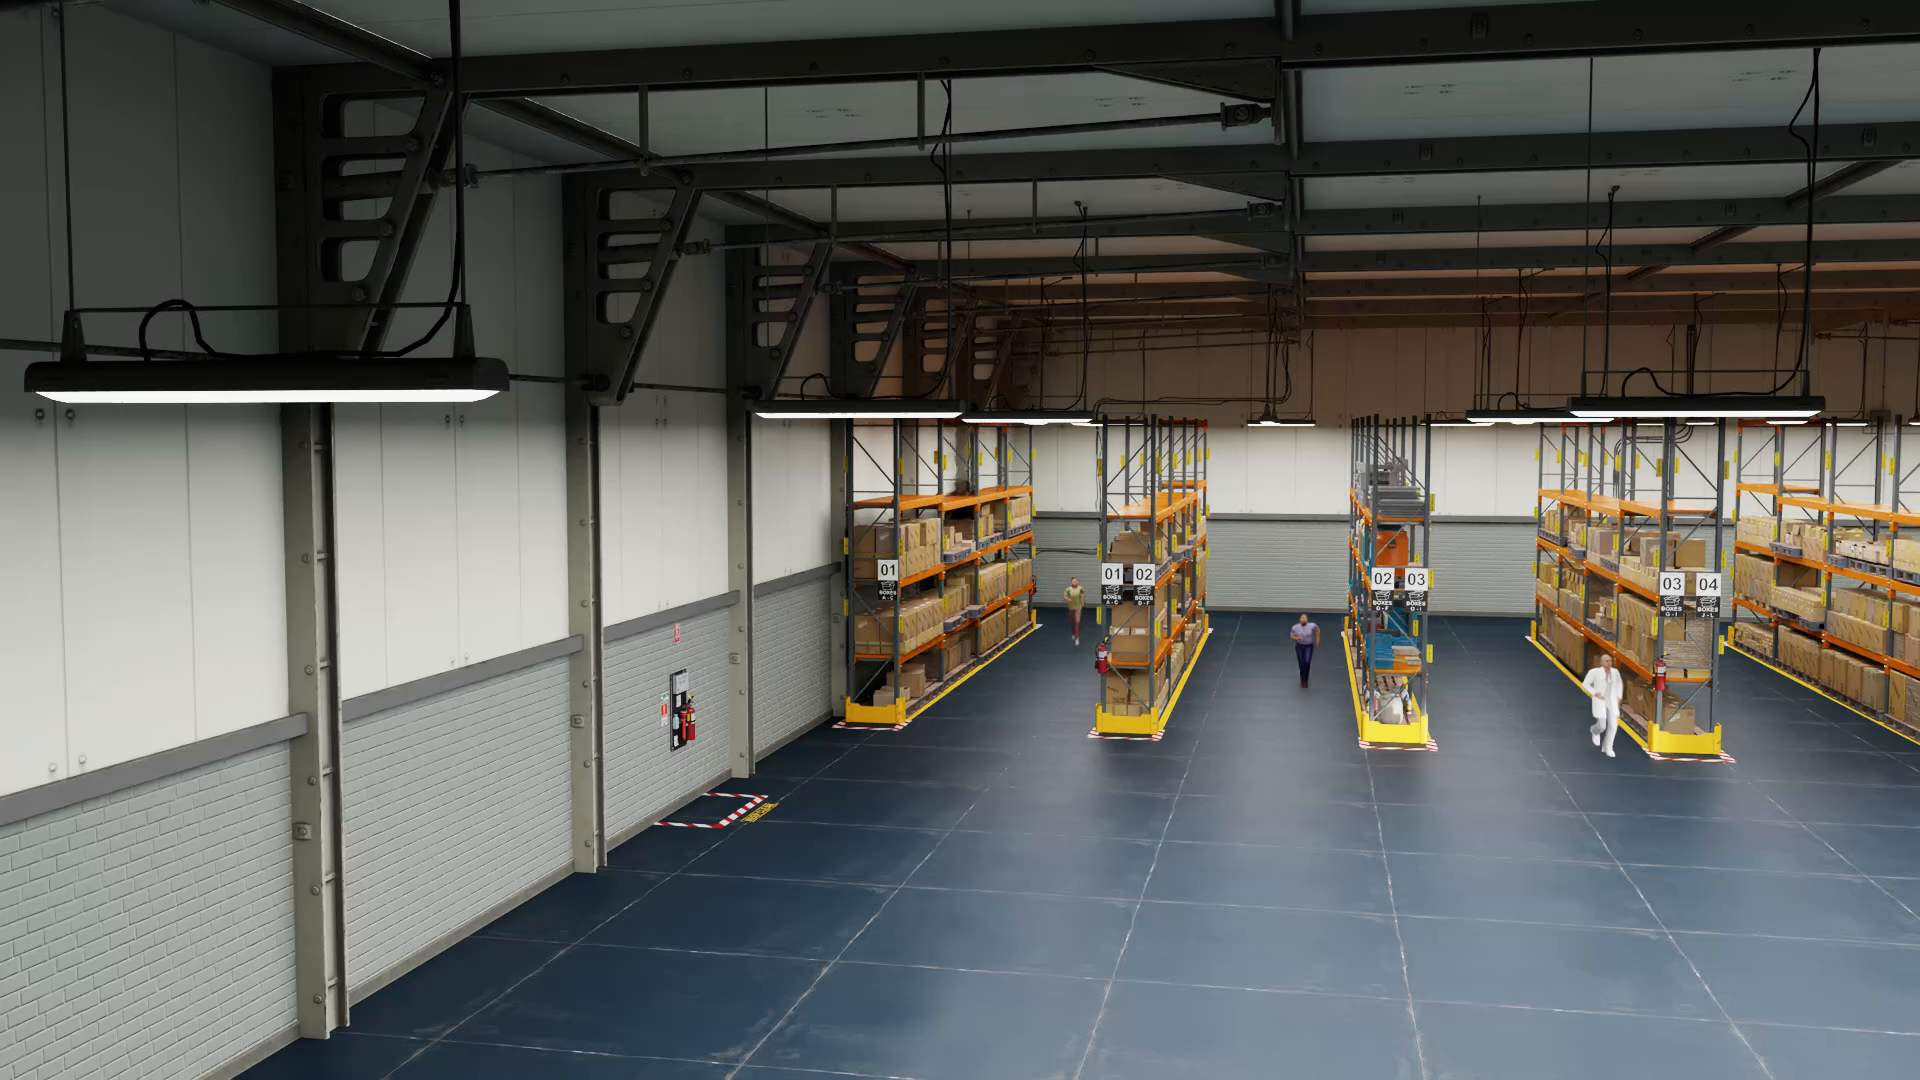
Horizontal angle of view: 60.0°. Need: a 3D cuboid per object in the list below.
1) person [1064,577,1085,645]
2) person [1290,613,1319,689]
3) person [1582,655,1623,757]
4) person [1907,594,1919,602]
[{"bbox_3d":[2.926,1.786,42.600,0.529,1.709,0.849,1,4,9],"label":"person"},{"bbox_3d":[7.658,2.456,36.951,0.626,1.689,0.832,1,4,14],"label":"person"},{"bbox_3d":[11.394,2.905,29.422,0.751,1.770,0.801,0,4,-1],"label":"person"},{"bbox_3d":[25.525,1.917,44.430,0.551,1.710,0.742,2,4,26],"label":"person"}]
